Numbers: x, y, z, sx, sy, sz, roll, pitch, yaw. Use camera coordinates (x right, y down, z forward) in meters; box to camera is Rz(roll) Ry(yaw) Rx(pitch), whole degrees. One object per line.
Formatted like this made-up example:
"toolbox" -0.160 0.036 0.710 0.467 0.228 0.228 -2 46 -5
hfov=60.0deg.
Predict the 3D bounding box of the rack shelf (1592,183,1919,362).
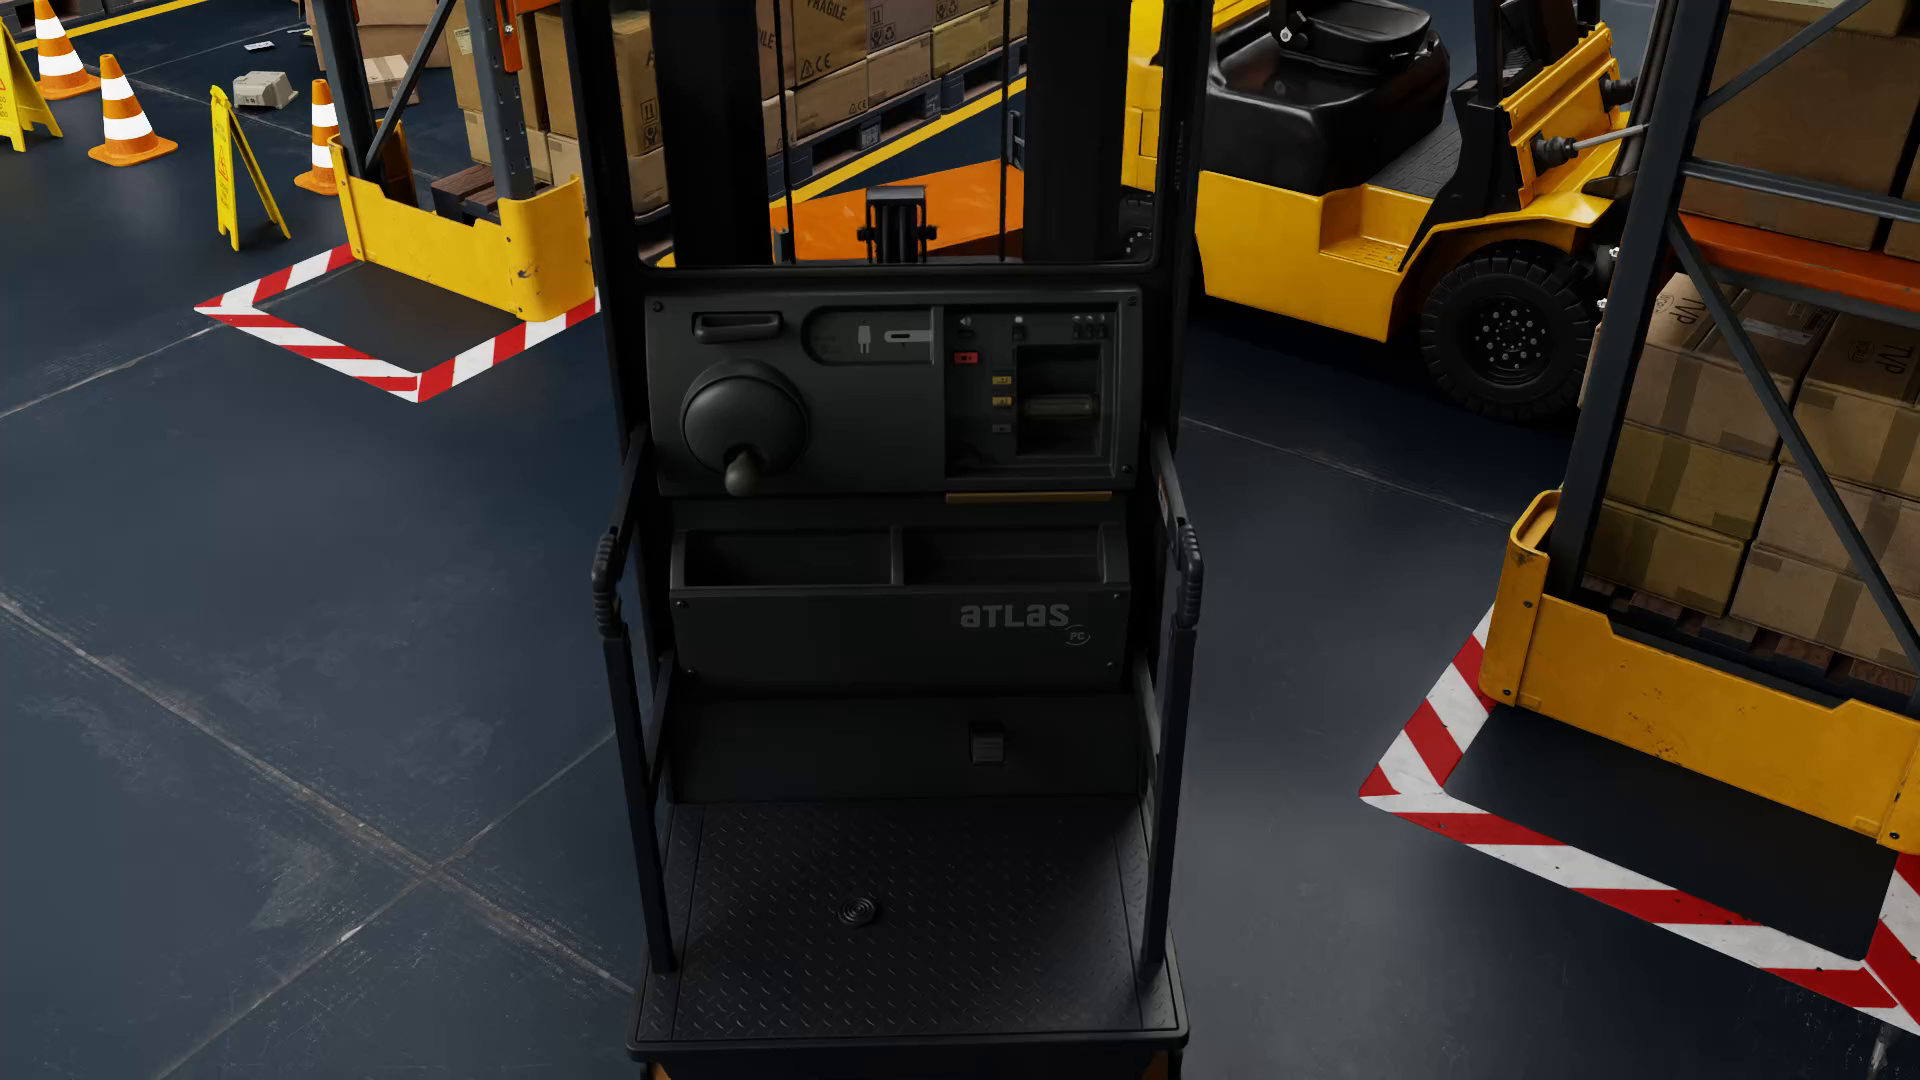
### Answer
"rack shelf" 3.153 -1.349 5.210 1.077 0.370 4.000 21 39 28

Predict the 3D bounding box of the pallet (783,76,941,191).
"pallet" -0.835 -2.112 8.185 1.003 0.211 1.213 21 39 28

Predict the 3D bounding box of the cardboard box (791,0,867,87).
"cardboard box" -0.779 -2.421 7.562 0.500 0.500 0.500 22 40 29

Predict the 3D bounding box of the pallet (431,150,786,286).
"pallet" -1.531 -1.553 7.358 1.003 0.211 1.213 21 39 28

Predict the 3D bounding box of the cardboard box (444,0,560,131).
"cardboard box" -1.824 -2.108 7.100 0.500 0.500 0.500 22 40 28

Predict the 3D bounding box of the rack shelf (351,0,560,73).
"rack shelf" -0.926 -2.933 7.552 1.077 0.370 4.000 21 39 28

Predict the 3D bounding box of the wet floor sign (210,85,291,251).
"wet floor sign" -3.054 -1.590 7.025 0.232 0.644 0.267 -22 40 -29

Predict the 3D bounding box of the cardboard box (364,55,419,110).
"cardboard box" -2.979 -2.378 8.633 0.250 0.149 0.380 -15 37 -21

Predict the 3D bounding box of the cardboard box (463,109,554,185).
"cardboard box" -1.813 -1.815 7.335 0.500 0.250 0.500 21 39 28

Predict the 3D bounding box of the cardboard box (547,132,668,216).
"cardboard box" -1.380 -1.629 7.060 0.500 0.250 0.500 21 39 28

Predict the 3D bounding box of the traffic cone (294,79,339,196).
"traffic cone" -2.881 -1.870 7.602 0.336 0.463 0.334 21 39 28

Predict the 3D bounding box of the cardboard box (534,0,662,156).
"cardboard box" -1.367 -1.950 6.867 0.500 0.500 0.500 20 39 27

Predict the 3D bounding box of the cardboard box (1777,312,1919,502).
"cardboard box" 2.443 -0.337 4.257 0.500 0.250 0.500 21 39 28

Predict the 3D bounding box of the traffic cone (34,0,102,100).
"traffic cone" -4.722 -2.585 8.660 0.336 0.463 0.334 21 39 28

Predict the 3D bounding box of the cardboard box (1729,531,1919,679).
"cardboard box" 2.454 0.075 4.542 0.500 0.250 0.500 21 40 28

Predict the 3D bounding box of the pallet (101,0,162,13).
"pallet" -5.103 -3.642 10.447 1.003 0.211 1.213 21 39 28

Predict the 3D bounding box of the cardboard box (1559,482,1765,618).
"cardboard box" 2.021 -0.079 4.769 0.500 0.250 0.500 22 40 28

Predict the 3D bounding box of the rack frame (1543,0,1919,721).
"rack frame" 2.013 -0.727 3.647 1.000 3.000 0.127 21 39 28

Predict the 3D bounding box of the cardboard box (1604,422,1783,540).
"cardboard box" 2.034 -0.293 4.639 0.500 0.250 0.500 21 39 28

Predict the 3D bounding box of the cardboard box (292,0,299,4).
"cardboard box" -3.952 -3.609 10.139 0.500 0.500 0.500 29 44 36

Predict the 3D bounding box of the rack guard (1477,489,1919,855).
"rack guard" 1.999 0.320 4.331 1.175 0.500 0.348 21 39 28

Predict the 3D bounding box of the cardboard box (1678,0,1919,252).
"cardboard box" 2.078 -1.079 4.078 0.500 0.500 0.500 20 39 27

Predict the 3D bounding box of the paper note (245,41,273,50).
"paper note" -3.926 -2.775 9.327 0.142 0.017 0.144 -22 40 -29

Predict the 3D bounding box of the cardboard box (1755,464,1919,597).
"cardboard box" 2.452 -0.119 4.382 0.500 0.250 0.500 22 40 29

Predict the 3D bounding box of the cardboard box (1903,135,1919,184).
"cardboard box" 2.381 -1.315 4.427 0.500 0.500 0.500 23 40 30

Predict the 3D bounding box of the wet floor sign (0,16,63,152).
"wet floor sign" -4.581 -2.224 7.963 0.267 0.644 0.232 14 37 20

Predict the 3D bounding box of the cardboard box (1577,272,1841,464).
"cardboard box" 2.019 -0.488 4.480 0.500 0.250 0.500 23 40 30

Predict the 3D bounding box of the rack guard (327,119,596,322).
"rack guard" -2.023 -1.310 6.741 1.175 0.500 0.348 21 39 28

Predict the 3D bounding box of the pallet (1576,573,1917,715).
"pallet" 2.415 0.063 4.969 1.003 0.211 1.213 21 39 28

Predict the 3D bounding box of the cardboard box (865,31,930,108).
"cardboard box" -0.491 -2.348 8.124 0.500 0.250 0.500 22 40 29

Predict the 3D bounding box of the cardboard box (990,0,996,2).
"cardboard box" 0.097 -3.139 8.624 0.500 0.500 0.500 21 39 28

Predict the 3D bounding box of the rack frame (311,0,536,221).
"rack frame" -2.067 -2.311 5.989 1.000 3.000 0.127 21 39 28

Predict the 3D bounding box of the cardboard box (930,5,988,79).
"cardboard box" -0.198 -2.580 8.468 0.500 0.250 0.500 20 39 27

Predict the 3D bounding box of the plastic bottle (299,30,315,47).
"plastic bottle" -3.616 -2.878 9.451 0.133 0.061 0.283 8 35 12

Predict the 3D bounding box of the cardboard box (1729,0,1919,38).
"cardboard box" 1.981 -1.286 3.806 0.380 0.149 0.250 22 40 29

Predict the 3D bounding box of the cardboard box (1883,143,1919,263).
"cardboard box" 2.524 -0.908 3.825 0.500 0.500 0.500 23 40 30

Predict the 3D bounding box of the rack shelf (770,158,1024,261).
"rack shelf" -0.156 -0.866 5.005 1.000 0.278 0.538 -18 38 -25

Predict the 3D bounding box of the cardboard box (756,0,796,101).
"cardboard box" -1.072 -2.192 7.224 0.500 0.500 0.500 20 39 27

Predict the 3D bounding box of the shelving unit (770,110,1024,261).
"shelving unit" -0.156 -0.624 5.169 1.048 1.125 0.538 -18 38 -25

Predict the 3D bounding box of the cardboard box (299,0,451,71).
"cardboard box" -3.145 -2.894 9.080 0.797 0.503 0.637 -3 34 -4

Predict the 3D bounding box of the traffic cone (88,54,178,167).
"traffic cone" -3.987 -2.068 7.895 0.336 0.463 0.334 21 39 28

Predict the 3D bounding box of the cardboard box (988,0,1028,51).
"cardboard box" 0.098 -2.829 8.835 0.500 0.250 0.500 23 40 30

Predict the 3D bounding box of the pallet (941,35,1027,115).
"pallet" -0.140 -2.676 9.019 1.003 0.211 1.213 21 39 28

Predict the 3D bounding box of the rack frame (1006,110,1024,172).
"rack frame" 0.283 -0.768 5.381 0.032 1.125 0.500 -18 38 -25

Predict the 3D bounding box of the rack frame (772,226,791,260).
"rack frame" -0.595 -0.480 4.956 0.032 1.125 0.500 -18 38 -25

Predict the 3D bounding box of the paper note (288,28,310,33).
"paper note" -3.810 -2.937 9.584 0.123 0.001 0.032 -15 37 -21

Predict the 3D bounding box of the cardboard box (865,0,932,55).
"cardboard box" -0.481 -2.669 7.930 0.500 0.500 0.500 24 41 31

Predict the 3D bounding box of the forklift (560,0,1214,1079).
"forklift" -0.112 -0.220 2.959 1.130 2.935 3.031 -1 34 -1

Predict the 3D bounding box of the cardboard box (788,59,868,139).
"cardboard box" -0.782 -2.116 7.781 0.500 0.250 0.500 24 41 31

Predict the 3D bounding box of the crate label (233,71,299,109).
"crate label" -3.590 -2.314 8.550 0.250 0.136 0.298 3 34 4

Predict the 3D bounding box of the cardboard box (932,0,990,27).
"cardboard box" -0.191 -2.904 8.277 0.500 0.500 0.500 22 40 29

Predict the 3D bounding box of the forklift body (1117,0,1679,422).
"forklift body" 1.596 -1.831 6.037 2.313 2.155 1.214 21 39 28

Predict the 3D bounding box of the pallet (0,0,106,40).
"pallet" -5.799 -3.083 9.621 1.003 0.211 1.213 21 39 28

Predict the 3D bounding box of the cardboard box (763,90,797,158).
"cardboard box" -1.082 -1.861 7.404 0.500 0.250 0.500 23 40 30
